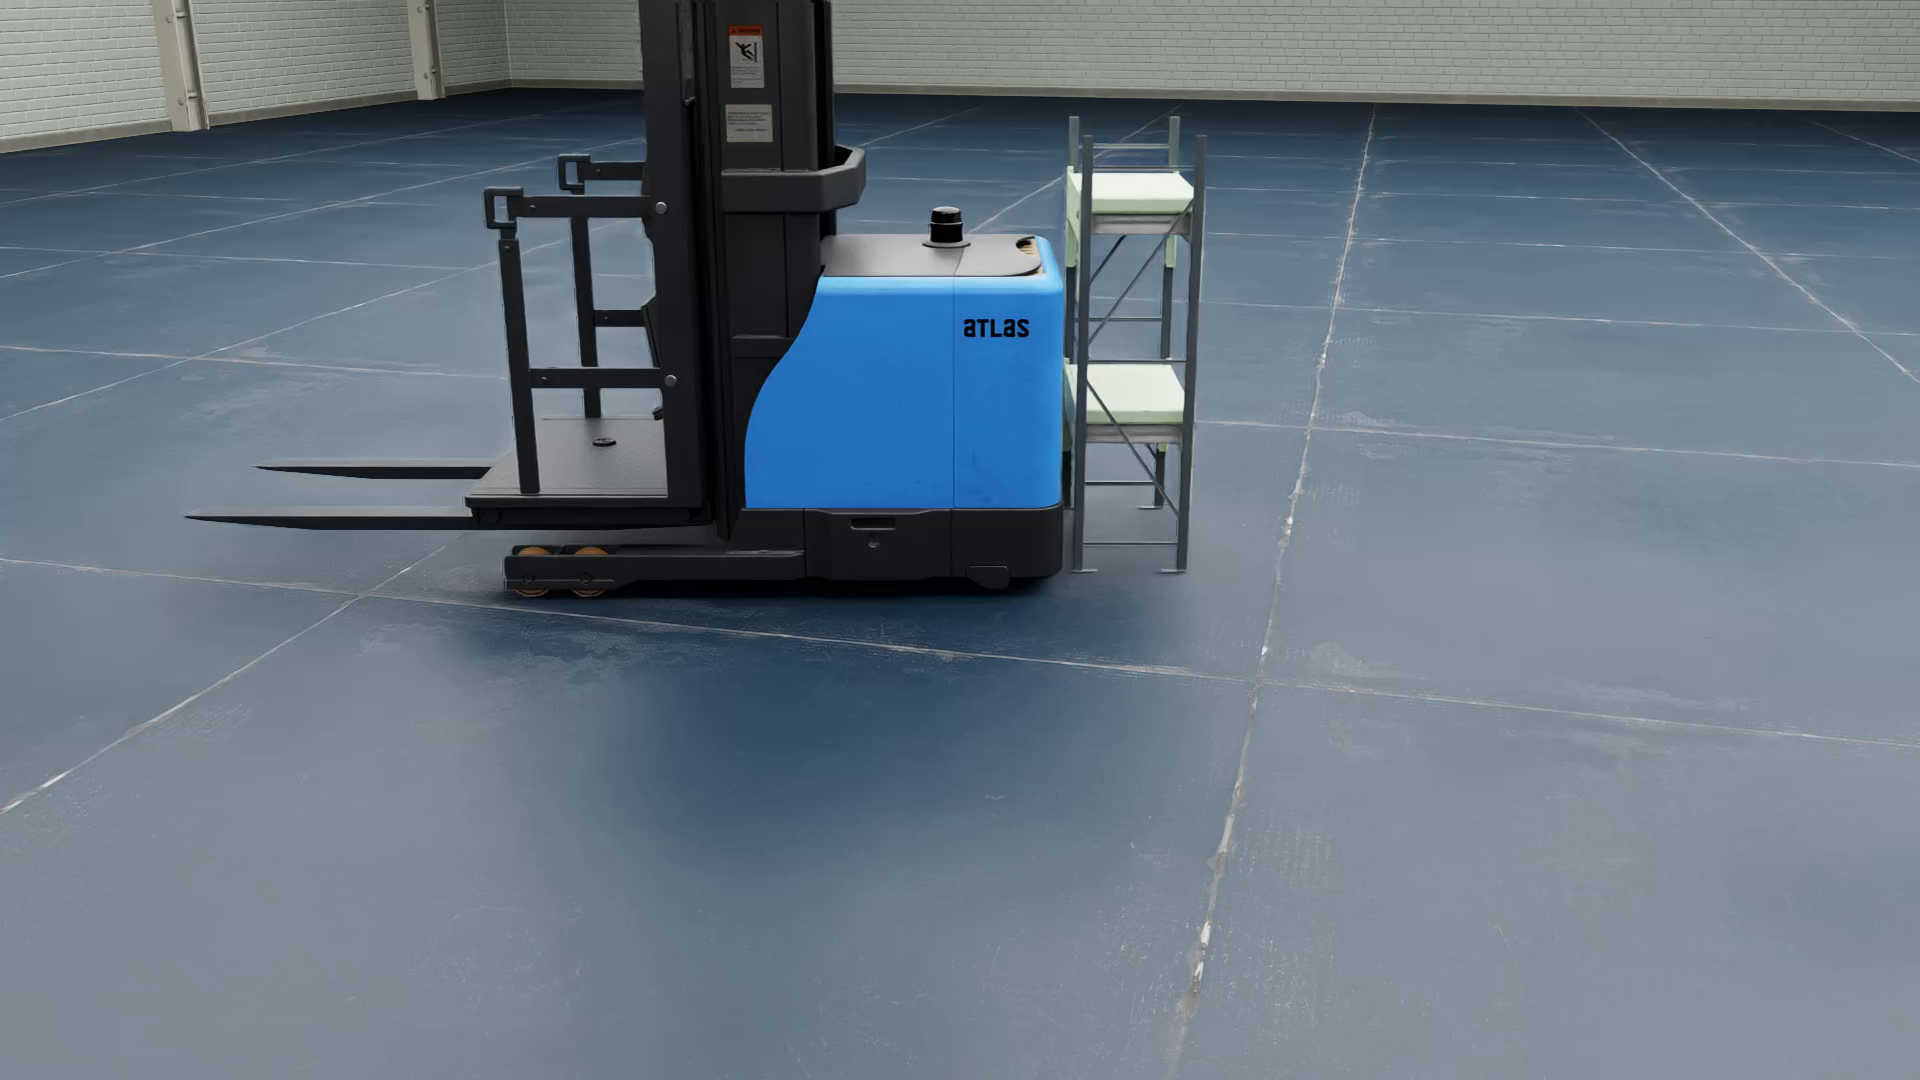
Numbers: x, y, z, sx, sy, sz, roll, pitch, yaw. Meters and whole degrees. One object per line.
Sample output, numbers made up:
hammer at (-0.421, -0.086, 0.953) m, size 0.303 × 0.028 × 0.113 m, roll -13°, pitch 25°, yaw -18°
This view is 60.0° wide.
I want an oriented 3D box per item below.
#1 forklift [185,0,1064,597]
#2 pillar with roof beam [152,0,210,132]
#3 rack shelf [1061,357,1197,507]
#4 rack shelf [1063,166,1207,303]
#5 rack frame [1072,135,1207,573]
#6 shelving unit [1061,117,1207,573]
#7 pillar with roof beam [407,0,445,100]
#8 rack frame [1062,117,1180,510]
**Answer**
forklift at (-1.163, -1.364, 5.647) m, size 3.031 × 2.935 × 1.130 m, roll 0°, pitch 19°, yaw 0°
pillar with roof beam at (-6.124, -9.407, 19.806) m, size 9.100 × 9.000 × 0.400 m, roll 5°, pitch 19°, yaw 13°
rack shelf at (0.598, -0.406, 6.064) m, size 0.431 × 0.370 × 0.720 m, roll 0°, pitch 19°, yaw 0°
rack shelf at (0.598, -1.084, 5.833) m, size 0.431 × 0.370 × 0.720 m, roll 0°, pitch 19°, yaw 0°
rack frame at (0.597, -0.596, 5.612) m, size 0.400 × 1.500 × 0.023 m, roll 0°, pitch 19°, yaw 0°
shelving unit at (0.598, -0.714, 5.959) m, size 0.431 × 1.500 × 0.755 m, roll 0°, pitch 19°, yaw 0°
pillar with roof beam at (-4.658, -11.287, 25.312) m, size 9.100 × 9.000 × 0.400 m, roll 5°, pitch 19°, yaw 13°
rack frame at (0.600, -0.833, 6.305) m, size 0.400 × 1.500 × 0.023 m, roll 0°, pitch 19°, yaw 0°
